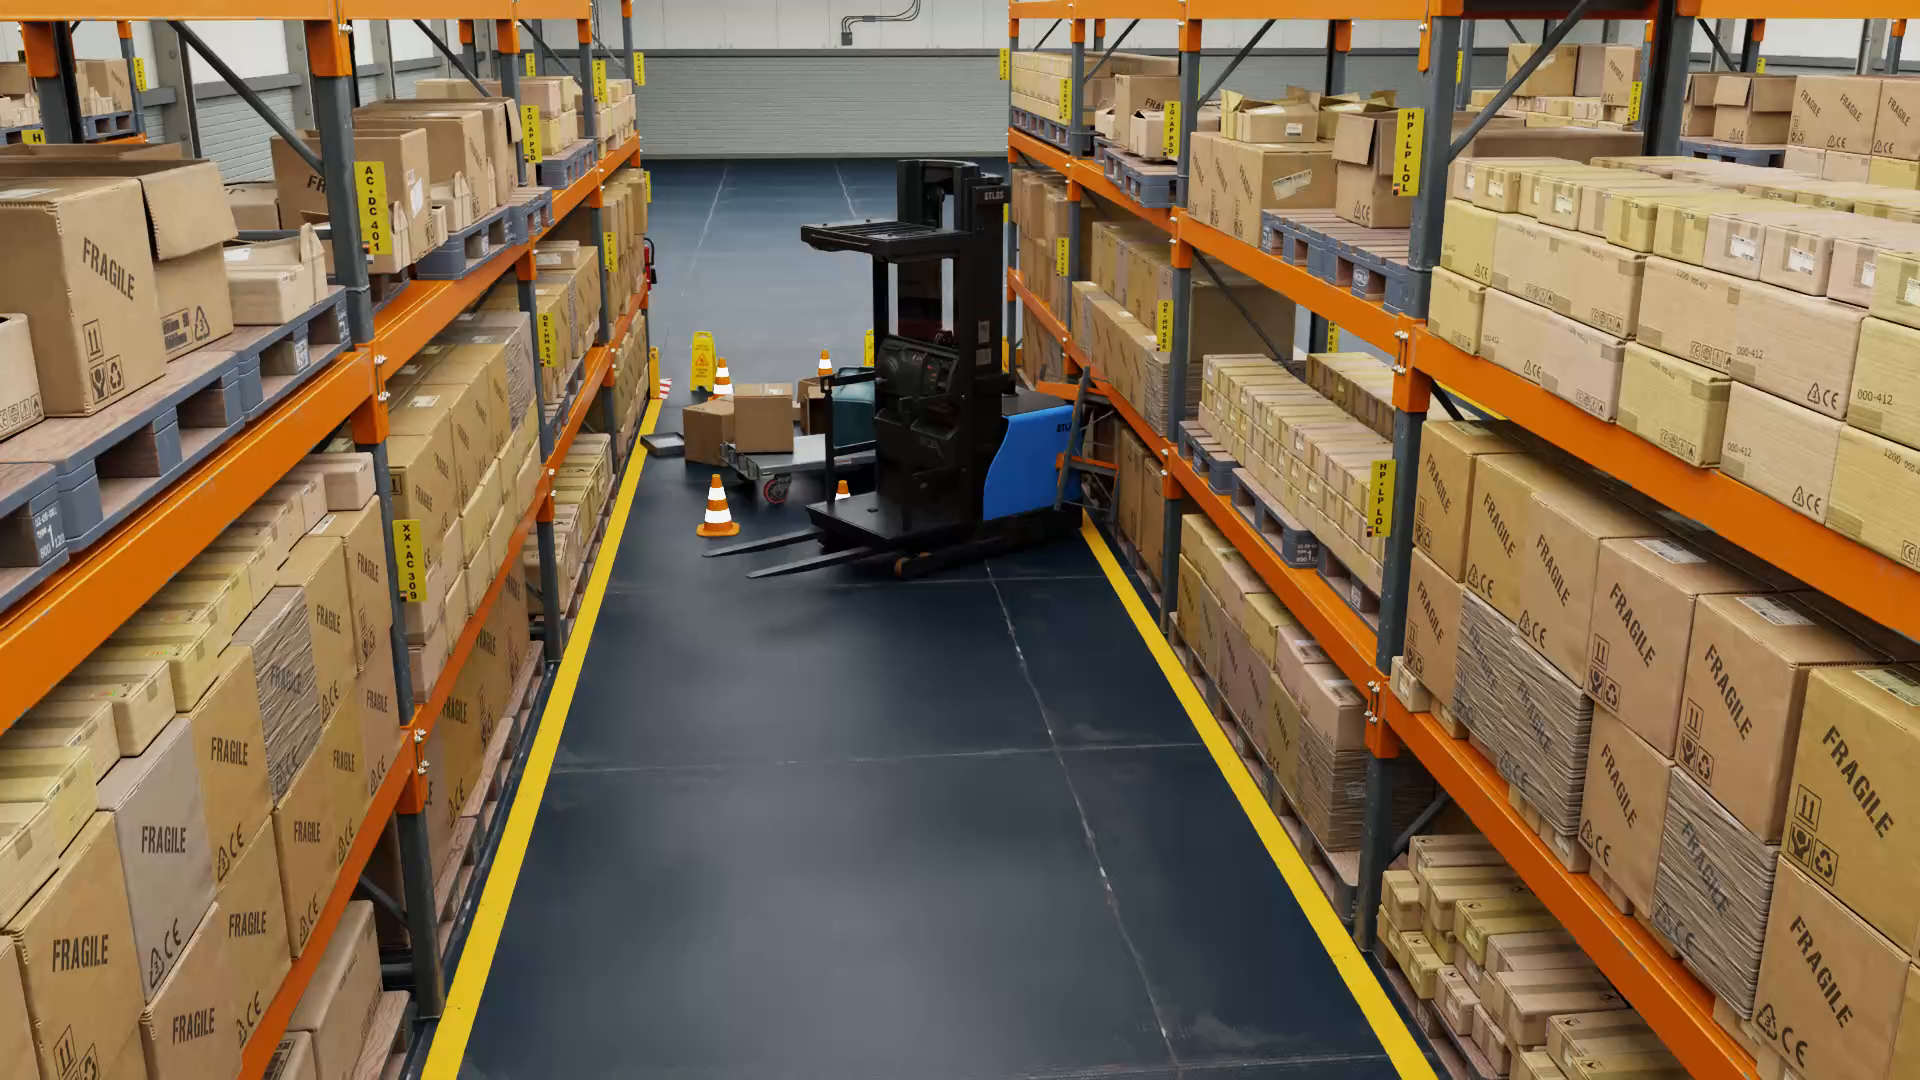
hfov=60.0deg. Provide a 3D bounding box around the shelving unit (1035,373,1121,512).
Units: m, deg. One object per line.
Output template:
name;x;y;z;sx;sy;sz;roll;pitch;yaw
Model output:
shelving unit;0.930;-0.795;13.292;0.538;0.981;1.030;11;4;-17

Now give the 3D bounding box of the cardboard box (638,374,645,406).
cardboard box;-3.488;-1.528;16.925;0.500;0.250;0.500;-2;18;-5

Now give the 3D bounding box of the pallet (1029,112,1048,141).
pallet;1.244;-4.013;16.092;1.003;0.211;1.213;-2;18;-6

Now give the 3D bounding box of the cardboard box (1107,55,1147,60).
cardboard box;1.585;-4.530;15.809;0.380;0.149;0.250;-2;18;-6

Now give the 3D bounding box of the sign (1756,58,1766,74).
sign;6.937;-4.025;14.460;0.100;0.325;0.005;-2;18;-6

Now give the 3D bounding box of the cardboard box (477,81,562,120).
cardboard box;-3.158;-3.161;11.944;0.500;0.250;0.500;-1;17;-5

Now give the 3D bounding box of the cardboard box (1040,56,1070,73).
cardboard box;0.957;-4.432;15.500;0.380;0.149;0.250;-2;18;-6

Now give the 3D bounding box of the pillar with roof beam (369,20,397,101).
pillar with roof beam;-7.221;-10.995;33.174;9.100;9.000;0.400;-2;18;-6

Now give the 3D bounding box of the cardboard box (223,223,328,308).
cardboard box;-2.263;-0.886;5.339;0.396;0.266;0.258;-1;17;-4

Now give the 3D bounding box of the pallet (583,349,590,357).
pallet;-3.538;-1.511;13.302;1.003;0.211;1.213;-2;18;-6

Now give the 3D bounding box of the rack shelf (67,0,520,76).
rack shelf;-2.853;-2.375;7.588;1.077;0.370;4.000;-2;18;-6

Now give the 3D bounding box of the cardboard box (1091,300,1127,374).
cardboard box;1.329;-1.601;13.101;0.500;0.500;0.500;-2;18;-6

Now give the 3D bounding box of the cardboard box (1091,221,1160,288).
cardboard box;1.498;-2.395;13.960;0.700;0.500;0.500;-2;18;-7

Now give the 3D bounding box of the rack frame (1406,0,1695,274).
rack frame;2.266;-2.496;6.105;1.000;3.000;0.127;-2;18;-6

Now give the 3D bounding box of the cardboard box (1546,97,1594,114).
cardboard box;5.983;-4.254;16.296;0.380;0.149;0.250;-2;18;-8

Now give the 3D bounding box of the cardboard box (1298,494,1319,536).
cardboard box;1.917;-0.136;8.320;0.380;0.149;0.250;-3;18;-8

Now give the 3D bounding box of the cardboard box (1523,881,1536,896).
cardboard box;2.615;1.468;7.056;0.380;0.149;0.250;-1;17;-5

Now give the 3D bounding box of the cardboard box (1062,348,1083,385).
cardboard box;1.446;-1.394;15.455;0.875;0.875;0.875;-2;17;-5

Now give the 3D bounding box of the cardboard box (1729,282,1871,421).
cardboard box;2.274;-0.475;4.090;0.500;0.250;0.500;-2;17;-5

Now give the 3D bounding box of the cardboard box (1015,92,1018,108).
cardboard box;0.772;-4.581;17.303;0.380;0.149;0.250;-2;18;-5

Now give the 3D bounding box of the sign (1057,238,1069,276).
sign;8.833;-2.715;15.129;16.064;0.392;0.098;-2;18;-6

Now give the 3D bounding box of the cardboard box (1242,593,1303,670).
cardboard box;1.830;0.476;8.874;0.500;0.250;0.500;-3;18;-8

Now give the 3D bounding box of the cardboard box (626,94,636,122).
cardboard box;-3.564;-4.384;16.878;0.500;0.250;0.500;-2;18;-6

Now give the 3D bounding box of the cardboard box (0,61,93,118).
cardboard box;-8.527;-4.166;15.397;0.700;0.500;0.500;-2;18;-5

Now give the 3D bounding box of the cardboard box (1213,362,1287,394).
cardboard box;1.739;-0.966;9.973;0.380;0.149;0.250;-2;18;-7

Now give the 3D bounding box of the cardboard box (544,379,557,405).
cardboard box;-2.886;-0.994;11.054;0.380;0.149;0.250;-3;18;-9

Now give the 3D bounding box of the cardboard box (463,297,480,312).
cardboard box;-3.447;-1.313;10.988;0.500;0.500;0.500;-2;18;-7

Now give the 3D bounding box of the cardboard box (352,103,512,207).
cardboard box;-2.768;-2.033;8.769;0.700;0.500;0.500;-3;18;-8

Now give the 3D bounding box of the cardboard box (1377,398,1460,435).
cardboard box;2.491;-0.673;9.038;0.380;0.149;0.250;-1;17;-3

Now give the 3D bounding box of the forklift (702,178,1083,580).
forklift;-0.489;-1.240;12.380;3.031;2.843;1.129;-13;22;-36

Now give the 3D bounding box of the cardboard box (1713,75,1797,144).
cardboard box;6.433;-3.398;13.110;0.797;0.503;0.637;-1;17;-3

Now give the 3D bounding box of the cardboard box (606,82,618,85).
cardboard box;-3.548;-4.396;16.251;0.380;0.149;0.250;-2;18;-5

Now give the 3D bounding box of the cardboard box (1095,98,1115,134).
cardboard box;1.255;-3.445;13.491;0.258;0.266;0.396;-2;18;-7

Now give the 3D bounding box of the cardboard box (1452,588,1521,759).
cardboard box;2.125;0.479;5.981;0.500;0.500;0.500;-2;18;-6

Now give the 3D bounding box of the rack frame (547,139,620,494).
rack frame;-3.472;-1.835;14.013;1.000;3.000;0.127;-2;18;-6

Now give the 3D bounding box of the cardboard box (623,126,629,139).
cardboard box;-3.518;-4.086;16.597;0.380;0.149;0.250;-1;17;-4

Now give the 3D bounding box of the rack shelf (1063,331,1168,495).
rack shelf;1.647;-1.078;12.805;1.077;0.370;4.000;-2;18;-6

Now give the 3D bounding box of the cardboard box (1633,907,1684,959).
cardboard box;2.275;1.124;5.008;0.380;0.149;0.250;-1;17;-5

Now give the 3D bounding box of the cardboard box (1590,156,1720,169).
cardboard box;2.571;-1.338;6.172;0.380;0.149;0.250;-3;18;-8

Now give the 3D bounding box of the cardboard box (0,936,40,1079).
cardboard box;-2.001;1.064;2.944;0.500;0.500;0.500;-2;18;-7

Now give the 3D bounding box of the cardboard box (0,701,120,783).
cardboard box;-2.131;0.481;3.719;0.380;0.149;0.250;-2;18;-5

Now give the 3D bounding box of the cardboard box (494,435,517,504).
cardboard box;-2.627;-0.369;8.760;0.500;0.250;0.500;-2;18;-7

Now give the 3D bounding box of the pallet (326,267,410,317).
pallet;-2.791;-1.062;6.865;0.909;0.209;1.282;-1;17;-3

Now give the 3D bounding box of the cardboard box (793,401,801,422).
cardboard box;-1.740;-1.338;17.191;0.380;0.149;0.250;8;19;23

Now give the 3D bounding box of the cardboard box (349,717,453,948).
cardboard box;-2.791;1.180;7.257;0.875;0.875;0.875;-1;17;-4

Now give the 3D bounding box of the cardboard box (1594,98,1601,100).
cardboard box;6.426;-4.260;16.315;0.380;0.149;0.250;-1;17;-4

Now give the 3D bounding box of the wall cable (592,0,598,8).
wall cable;-9.038;-16.367;47.039;3.097;2.526;0.112;-2;18;-6

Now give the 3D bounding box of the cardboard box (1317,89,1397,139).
cardboard box;2.222;-2.405;9.377;0.396;0.266;0.258;-2;18;-6

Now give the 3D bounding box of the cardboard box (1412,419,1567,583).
cardboard box;2.070;-0.159;6.342;0.500;0.500;0.500;-1;17;-4

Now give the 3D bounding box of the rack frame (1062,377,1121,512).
rack frame;1.071;-0.735;12.807;0.475;0.981;0.013;11;4;-17

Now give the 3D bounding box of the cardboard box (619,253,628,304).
cardboard box;-3.354;-2.463;15.350;0.500;0.500;0.500;-2;18;-6

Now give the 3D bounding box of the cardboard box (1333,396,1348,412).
cardboard box;2.416;-0.757;9.803;0.380;0.149;0.250;-1;17;-4

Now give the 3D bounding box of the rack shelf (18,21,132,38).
rack shelf;-8.615;-4.604;14.688;1.077;0.370;4.000;-2;18;-6

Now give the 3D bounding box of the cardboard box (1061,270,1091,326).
cardboard box;1.391;-2.199;14.922;0.875;0.550;0.550;-2;18;-6
